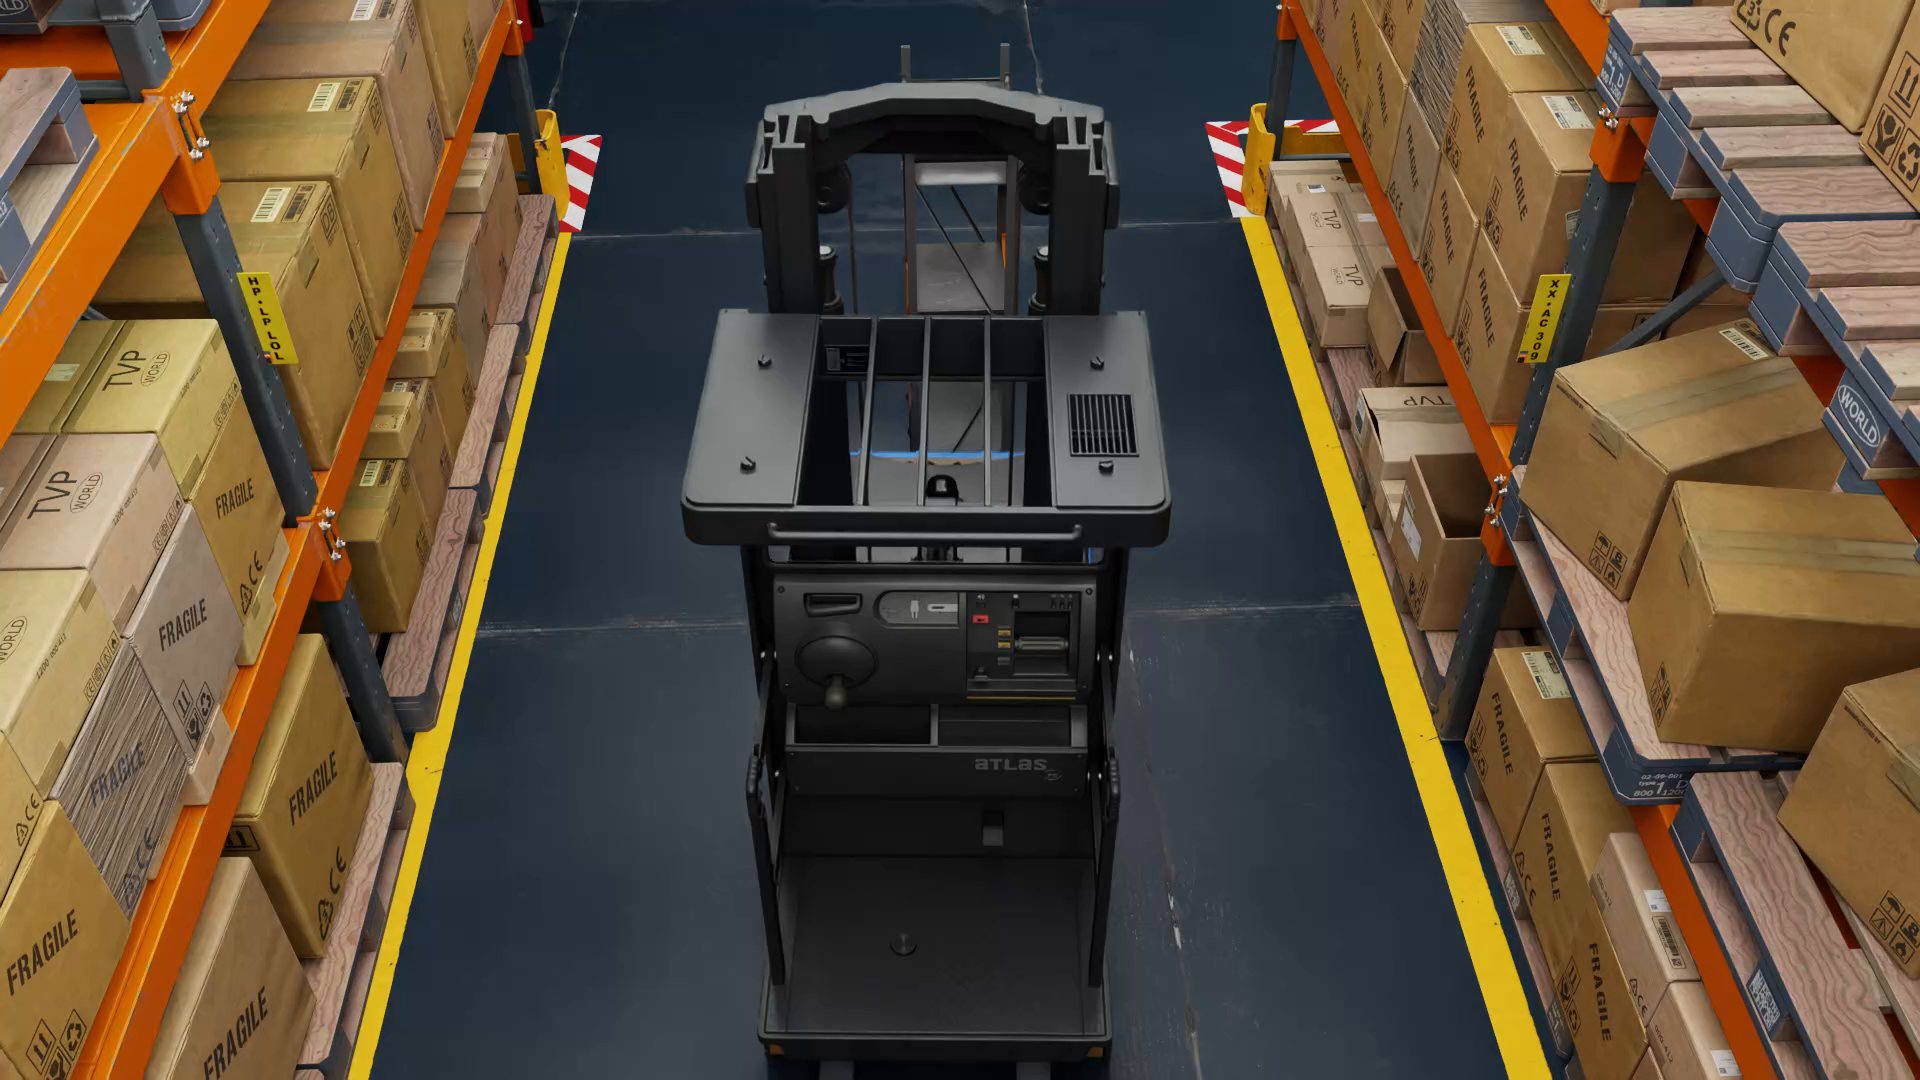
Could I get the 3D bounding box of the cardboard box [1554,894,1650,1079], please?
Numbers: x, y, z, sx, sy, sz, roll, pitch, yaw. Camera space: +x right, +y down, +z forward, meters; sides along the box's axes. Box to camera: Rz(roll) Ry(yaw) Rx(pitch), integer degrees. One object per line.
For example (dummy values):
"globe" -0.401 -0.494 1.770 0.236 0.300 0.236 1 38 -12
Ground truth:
"cardboard box" 2.170 1.408 5.018 0.500 0.500 0.500 -1 43 -1

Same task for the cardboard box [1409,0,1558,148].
"cardboard box" 2.020 -1.807 6.188 0.500 0.500 0.500 -1 43 -1

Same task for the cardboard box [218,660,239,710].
"cardboard box" -2.306 0.414 4.750 0.380 0.149 0.250 0 43 0

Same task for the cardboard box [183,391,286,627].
"cardboard box" -2.332 -0.087 4.816 0.500 0.500 0.500 -2 43 -2

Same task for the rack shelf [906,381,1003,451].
"rack shelf" -0.007 -0.360 7.145 0.431 0.518 0.480 -2 43 -2

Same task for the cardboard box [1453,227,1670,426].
"cardboard box" 2.068 -0.749 5.773 0.500 0.500 0.500 -1 43 -1

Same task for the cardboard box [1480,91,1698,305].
"cardboard box" 2.065 -1.121 5.440 0.500 0.500 0.500 -1 43 -2

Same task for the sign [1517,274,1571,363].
"sign" 1.804 -0.680 5.132 0.100 0.325 0.005 -2 43 -2

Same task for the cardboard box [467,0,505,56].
"cardboard box" -2.742 -2.704 7.758 0.980 0.700 0.700 0 43 0

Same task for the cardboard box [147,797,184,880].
"cardboard box" -2.292 0.757 4.375 0.380 0.149 0.250 -2 43 -2

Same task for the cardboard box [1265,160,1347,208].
"cardboard box" 1.850 -1.901 8.888 0.380 0.149 0.250 -2 43 -2

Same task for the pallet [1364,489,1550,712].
"pallet" 2.317 0.182 6.895 1.003 0.211 1.213 -2 43 -2

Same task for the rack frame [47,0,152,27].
"rack frame" -2.604 -2.449 3.262 1.000 3.000 0.127 -2 43 -2

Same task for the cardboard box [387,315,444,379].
"cardboard box" -2.387 -0.806 6.969 0.380 0.149 0.250 -3 43 -3

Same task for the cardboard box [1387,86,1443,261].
"cardboard box" 2.021 -1.444 6.531 0.500 0.500 0.500 -1 43 -1

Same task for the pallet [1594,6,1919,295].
"pallet" 2.303 -0.976 4.014 1.213 0.211 1.003 -2 43 -2

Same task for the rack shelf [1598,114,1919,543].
"rack shelf" 2.430 0.128 3.203 1.077 0.370 4.000 -2 43 -2

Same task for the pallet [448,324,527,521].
"pallet" -2.612 -0.551 7.695 1.003 0.211 1.213 -2 43 -2

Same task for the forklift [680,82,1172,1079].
"forklift" -0.072 0.382 4.664 1.130 2.935 3.031 0 43 0

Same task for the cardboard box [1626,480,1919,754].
"cardboard box" 2.235 0.215 4.411 0.700 0.500 0.500 5 43 5

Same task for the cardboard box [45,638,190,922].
"cardboard box" -2.288 0.597 4.070 0.500 0.500 0.500 -2 43 -2

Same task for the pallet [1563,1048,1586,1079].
"pallet" 2.473 2.020 4.891 1.003 0.211 1.213 -2 43 -2

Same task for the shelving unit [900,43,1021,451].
"shelving unit" -0.007 -0.886 6.662 0.431 2.100 0.503 -2 43 -2

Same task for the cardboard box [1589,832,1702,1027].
"cardboard box" 2.165 1.109 4.789 0.500 0.250 0.500 -2 43 -2

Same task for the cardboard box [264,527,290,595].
"cardboard box" -2.306 0.068 5.127 0.380 0.149 0.250 -1 43 -1

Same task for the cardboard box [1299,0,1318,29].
"cardboard box" 1.931 -2.812 8.024 0.500 0.500 0.500 -1 43 -1

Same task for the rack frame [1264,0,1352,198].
"rack frame" 2.176 -3.082 8.393 1.000 3.000 0.127 -2 43 -2

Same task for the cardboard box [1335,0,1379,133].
"cardboard box" 1.977 -2.125 7.274 0.500 0.500 0.500 -2 43 -2

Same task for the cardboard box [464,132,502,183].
"cardboard box" -2.456 -1.859 8.117 0.380 0.149 0.250 -2 43 -2

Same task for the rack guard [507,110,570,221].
"rack guard" -2.774 -2.032 9.097 1.175 0.500 0.348 -2 43 -2

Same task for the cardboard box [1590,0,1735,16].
"cardboard box" 2.059 -1.753 4.834 0.500 0.250 0.500 -2 43 -2

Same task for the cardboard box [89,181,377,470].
"cardboard box" -2.610 -0.715 5.588 0.980 0.700 0.700 -1 43 -1

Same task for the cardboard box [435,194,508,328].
"cardboard box" -2.622 -1.364 8.057 0.700 0.500 0.500 -2 43 -2

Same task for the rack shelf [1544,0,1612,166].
"rack shelf" 2.261 -2.573 6.149 1.077 0.370 4.000 -2 43 -2

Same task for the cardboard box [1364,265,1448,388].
"cardboard box" 2.261 -0.892 7.525 0.797 0.503 0.637 -2 43 -2

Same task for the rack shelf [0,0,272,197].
"rack shelf" -2.688 -2.428 5.992 1.077 0.370 4.000 -2 43 -2

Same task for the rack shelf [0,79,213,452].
"rack shelf" -2.519 0.272 3.046 1.077 0.370 4.000 -2 43 -2

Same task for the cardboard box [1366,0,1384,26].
"cardboard box" 1.977 -2.490 6.933 0.500 0.500 0.500 -1 43 -1

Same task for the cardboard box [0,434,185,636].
"cardboard box" -2.316 -0.014 4.182 0.500 0.250 0.500 -1 43 -1

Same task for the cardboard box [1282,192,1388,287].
"cardboard box" 1.937 -1.518 8.396 0.500 0.250 0.500 -2 43 -2

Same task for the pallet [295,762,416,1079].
"pallet" -2.495 1.309 5.665 1.003 0.211 1.213 -2 43 -2

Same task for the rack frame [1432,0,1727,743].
"rack frame" 2.346 -0.382 5.447 1.000 3.000 0.127 -2 43 -2

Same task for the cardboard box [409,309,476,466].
"cardboard box" -2.570 -0.664 7.294 0.700 0.500 0.500 -1 43 -1

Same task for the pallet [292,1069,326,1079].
"pallet" -2.441 2.135 4.765 1.003 0.211 1.213 -2 43 -2

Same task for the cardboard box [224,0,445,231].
"cardboard box" -2.677 -1.699 6.661 0.980 0.700 0.700 -4 43 -4

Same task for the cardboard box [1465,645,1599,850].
"cardboard box" 2.123 0.711 5.779 0.500 0.500 0.500 -3 43 -4

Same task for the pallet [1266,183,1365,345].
"pallet" 2.214 -1.465 8.692 1.003 0.211 1.213 -2 43 -2

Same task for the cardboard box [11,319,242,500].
"cardboard box" -2.328 -0.360 4.559 0.500 0.250 0.500 -1 43 -1

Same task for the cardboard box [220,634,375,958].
"cardboard box" -2.446 0.835 5.399 0.750 0.750 0.750 -1 43 -1

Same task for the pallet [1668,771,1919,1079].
"pallet" 2.428 1.076 3.998 1.003 0.211 1.213 -2 43 -2

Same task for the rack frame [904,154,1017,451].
"rack frame" 0.003 -0.721 6.483 0.400 2.100 0.015 -2 43 -2

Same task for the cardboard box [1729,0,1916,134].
"cardboard box" 2.293 -1.374 3.851 0.600 0.600 0.600 -5 43 -6

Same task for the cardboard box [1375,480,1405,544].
"cardboard box" 1.962 -0.121 6.947 0.380 0.149 0.250 -2 43 -2

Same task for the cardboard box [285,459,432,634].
"cardboard box" -2.533 0.022 6.546 0.700 0.500 0.500 -1 43 -1
